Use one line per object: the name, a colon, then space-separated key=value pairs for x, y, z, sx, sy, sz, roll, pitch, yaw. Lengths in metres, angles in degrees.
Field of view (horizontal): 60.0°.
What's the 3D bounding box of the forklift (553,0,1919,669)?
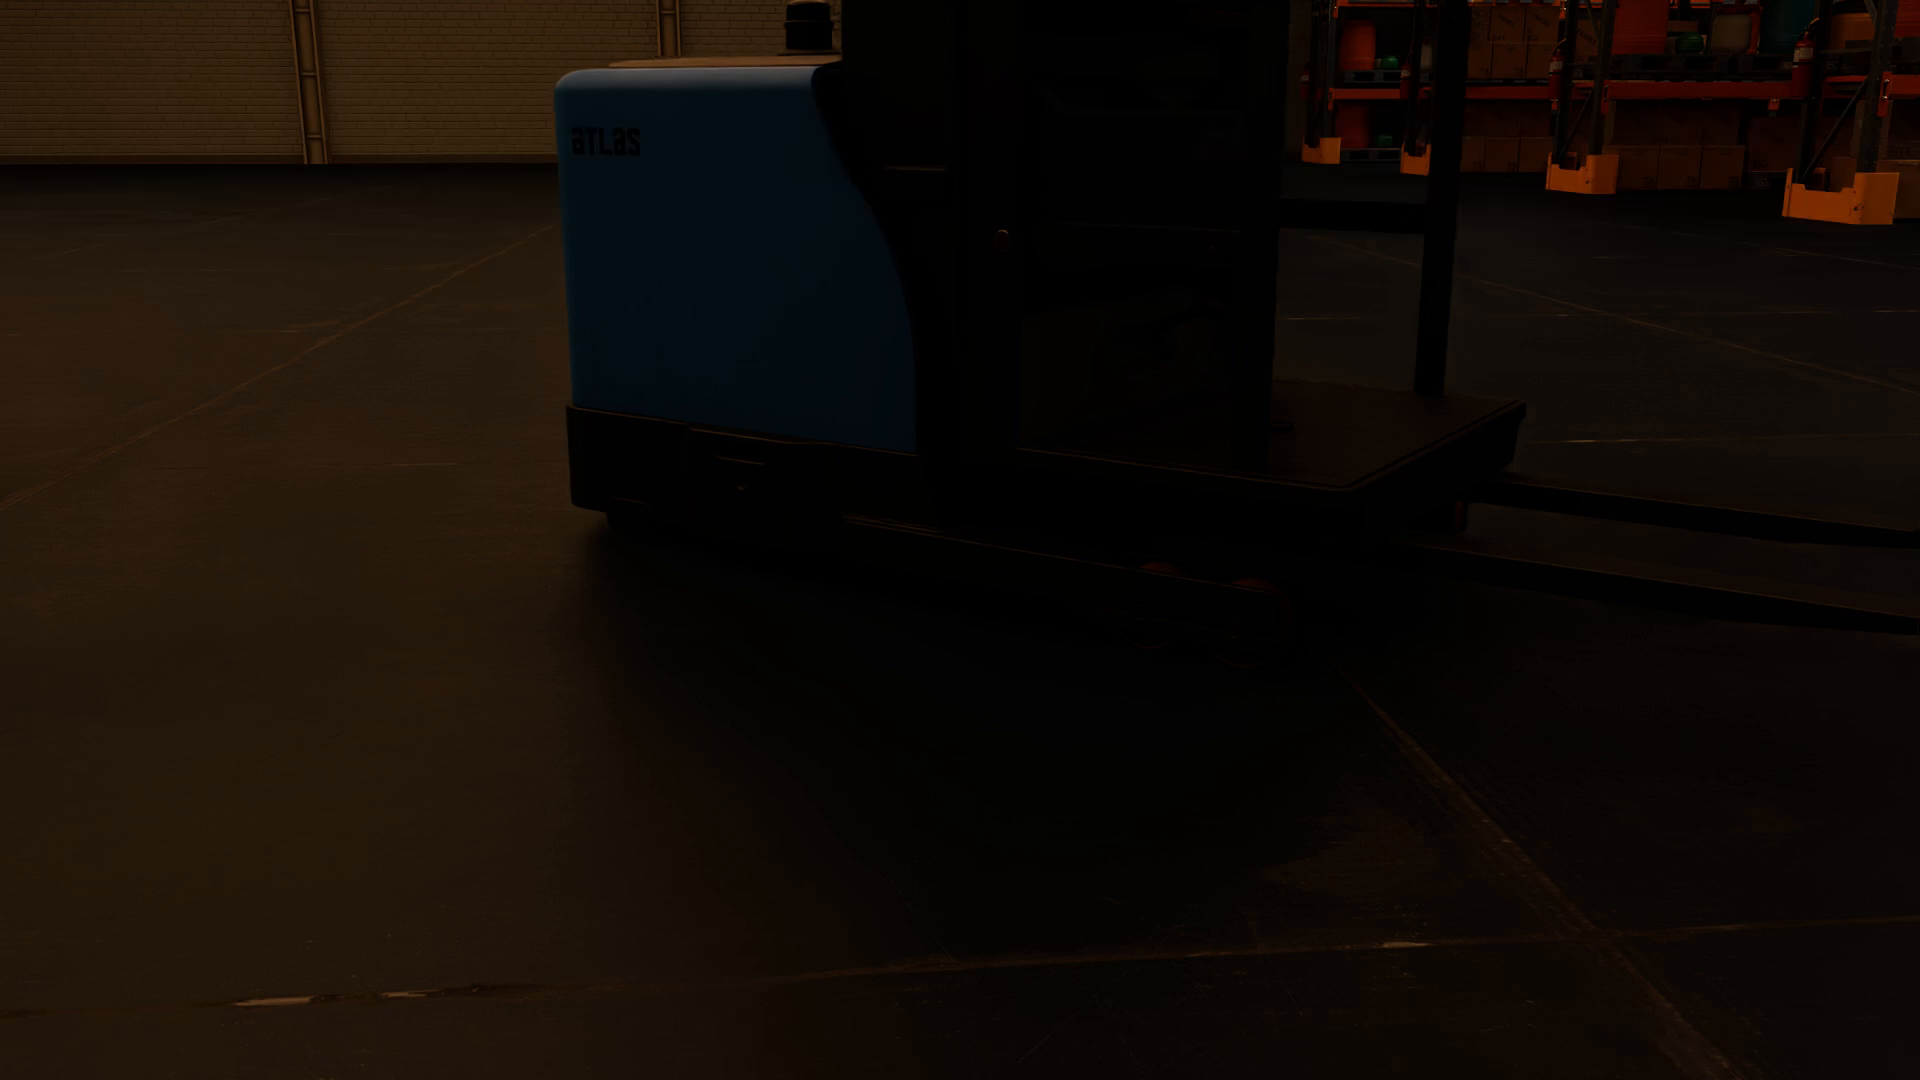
forklift: x=0.572 y=-1.335 z=3.249 sx=3.031 sy=2.935 sz=1.130 roll=10 pitch=18 yaw=32
